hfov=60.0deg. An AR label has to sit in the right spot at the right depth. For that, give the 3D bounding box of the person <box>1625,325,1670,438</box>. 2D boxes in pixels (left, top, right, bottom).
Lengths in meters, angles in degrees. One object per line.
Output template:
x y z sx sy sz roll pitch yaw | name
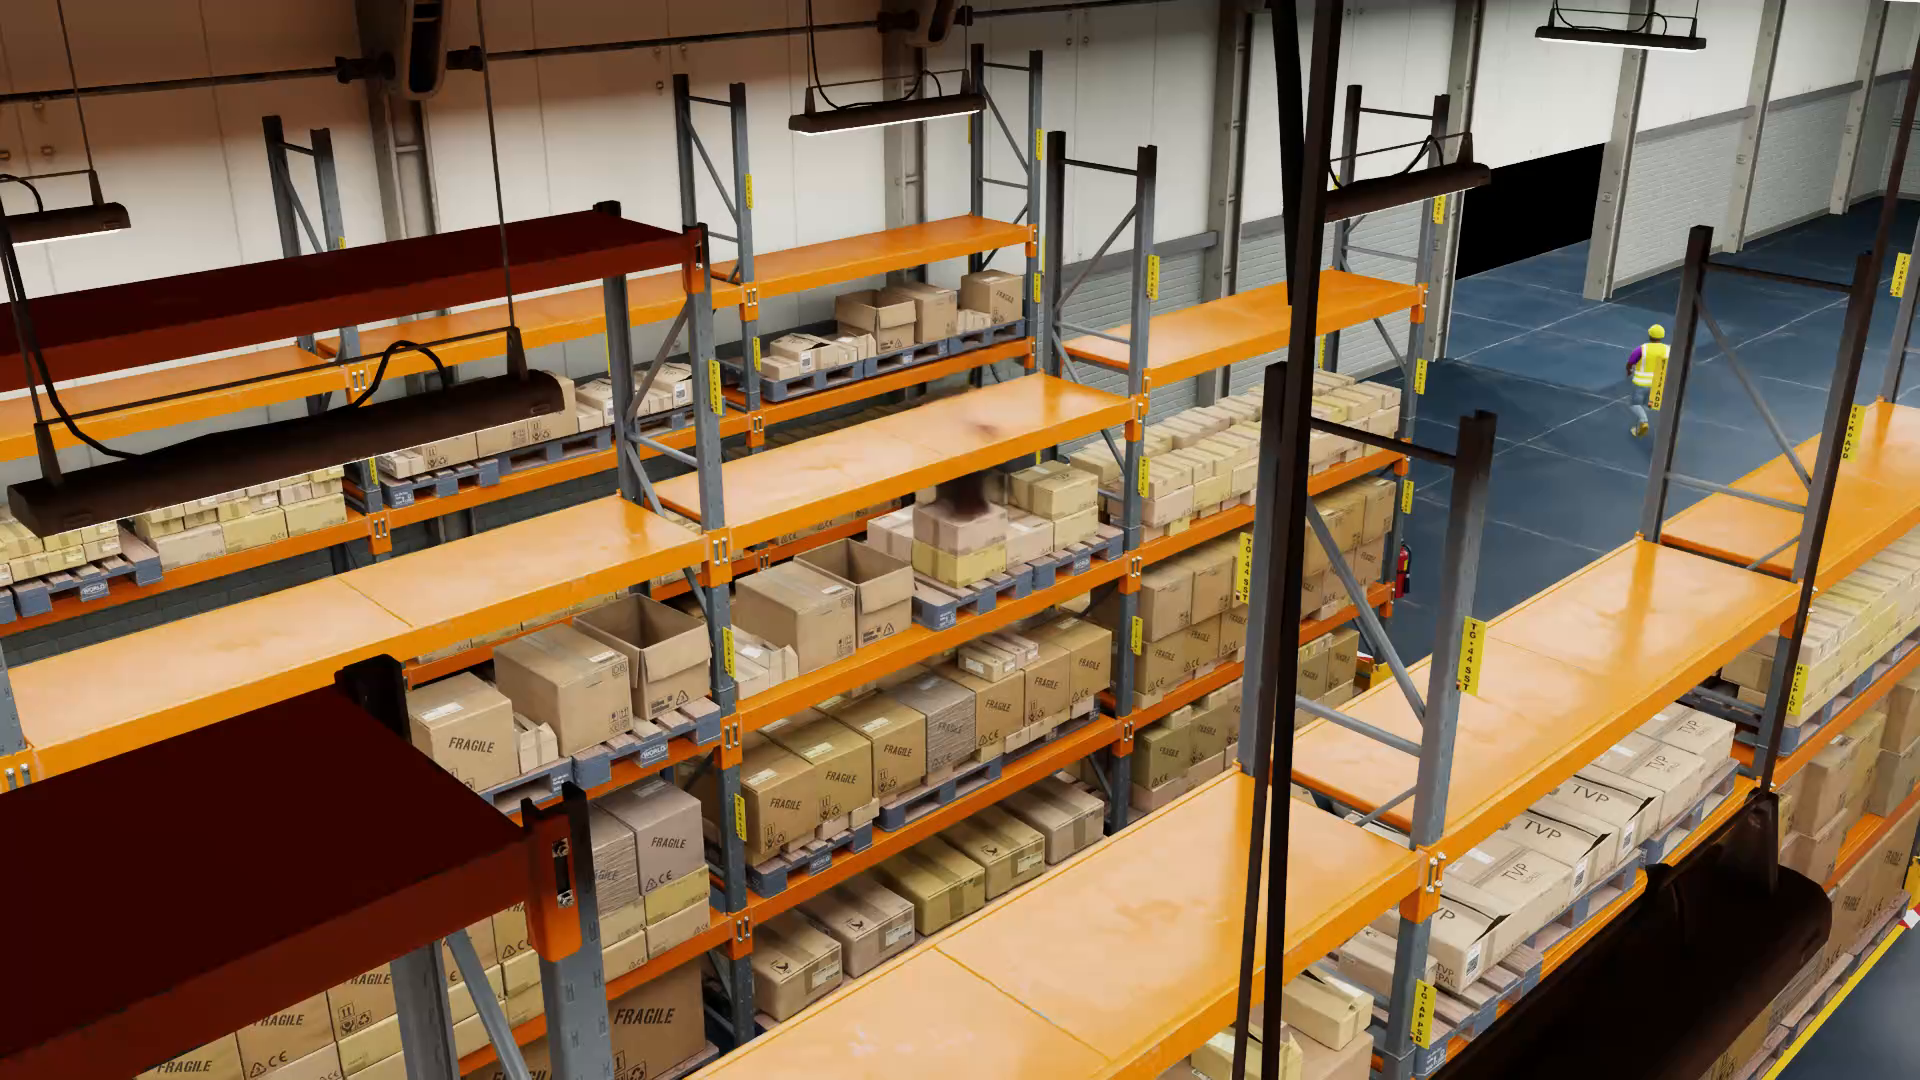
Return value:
9.970 -2.260 24.059 0.739 1.730 0.795 2 23 4 | person
